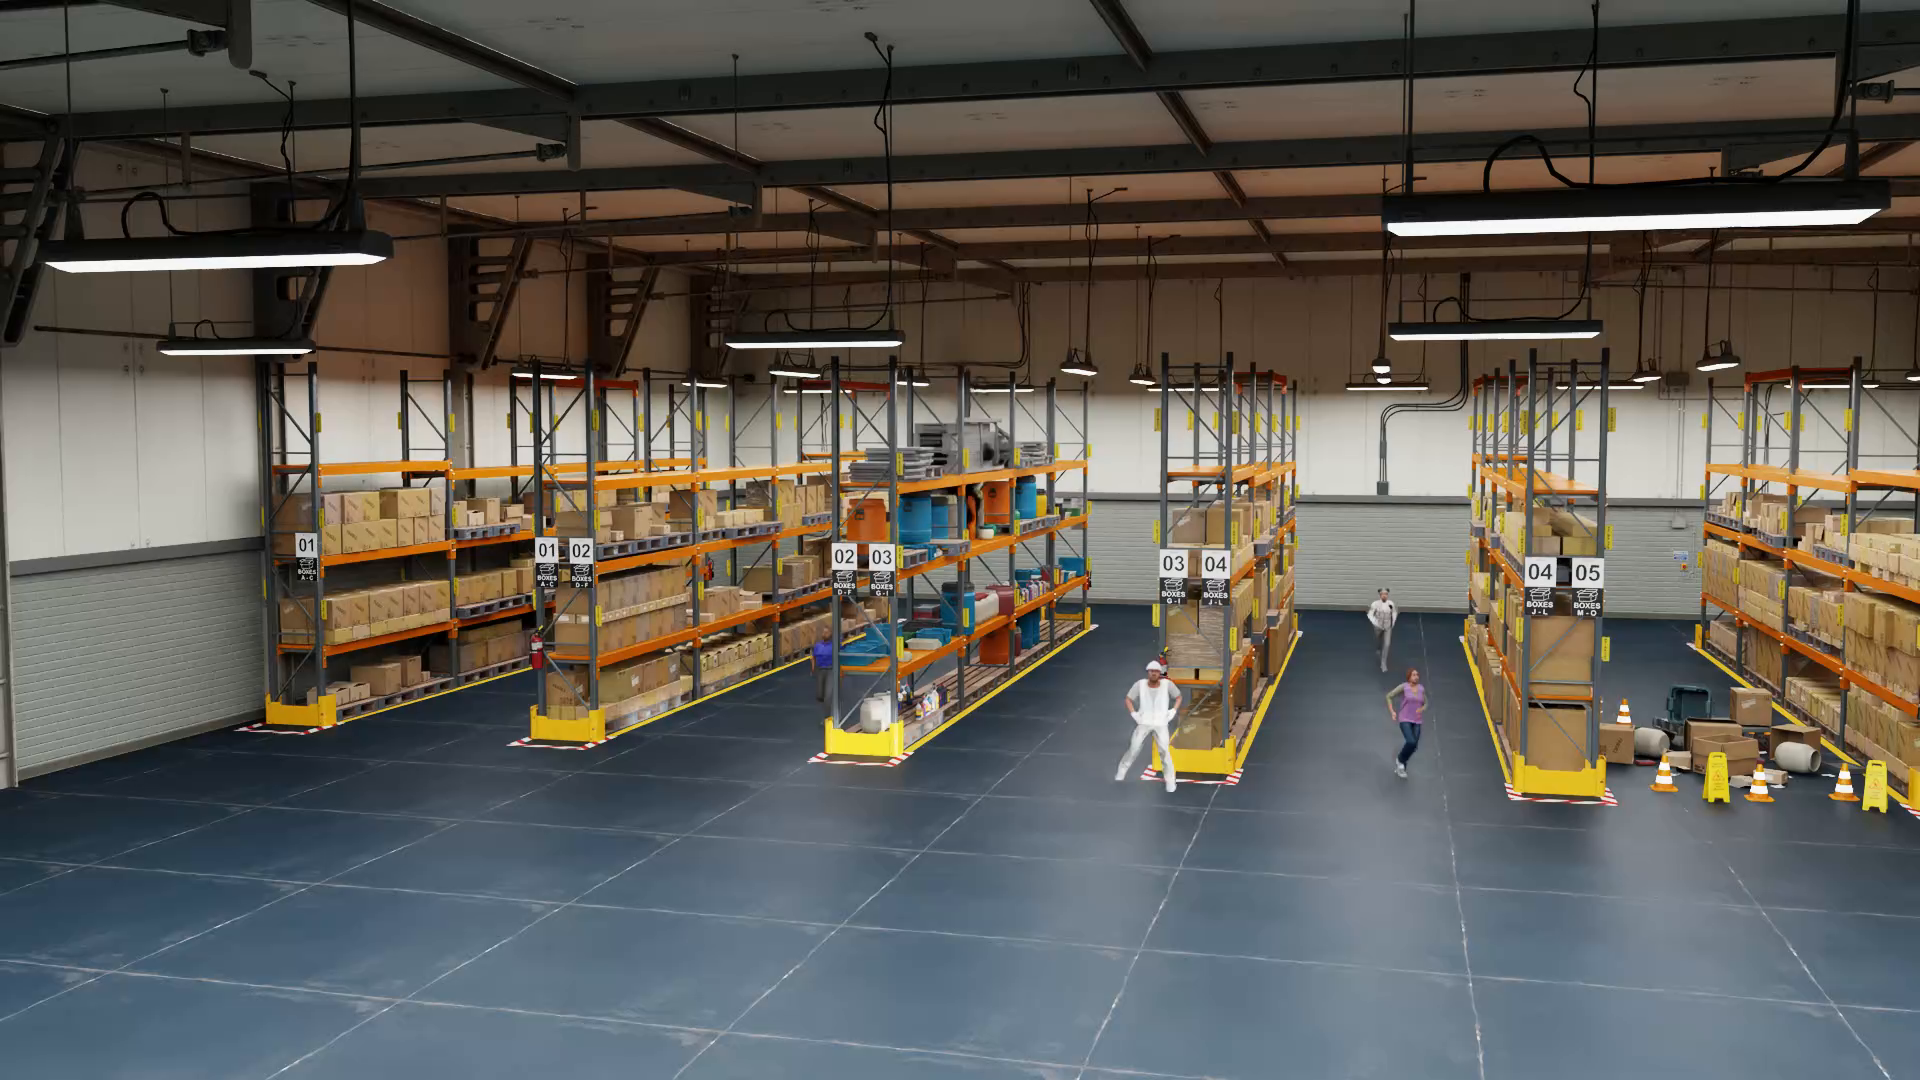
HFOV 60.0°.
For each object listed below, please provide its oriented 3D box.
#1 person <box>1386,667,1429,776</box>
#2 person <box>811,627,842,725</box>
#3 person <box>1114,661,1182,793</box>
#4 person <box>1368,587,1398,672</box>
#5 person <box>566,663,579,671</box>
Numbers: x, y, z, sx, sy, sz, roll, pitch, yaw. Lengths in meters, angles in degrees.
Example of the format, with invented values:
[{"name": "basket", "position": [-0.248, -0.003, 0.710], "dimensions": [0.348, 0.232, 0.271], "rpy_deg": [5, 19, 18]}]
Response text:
[{"name": "person", "position": [6.341, 2.572, 23.413], "dimensions": [0.529, 1.550, 0.554], "rpy_deg": [-1, 4, -16]}, {"name": "person", "position": [-2.213, 2.253, 27.848], "dimensions": [0.582, 1.618, 0.578], "rpy_deg": [1, 4, 11]}, {"name": "person", "position": [2.586, 2.518, 22.777], "dimensions": [0.918, 1.744, 0.800], "rpy_deg": [0, 4, 4]}, {"name": "person", "position": [8.629, 1.802, 33.960], "dimensions": [0.594, 1.693, 1.010], "rpy_deg": [1, 4, 13]}, {"name": "person", "position": [-7.288, 1.944, 31.294], "dimensions": [0.622, 1.760, 0.732], "rpy_deg": [0, 4, 3]}]
